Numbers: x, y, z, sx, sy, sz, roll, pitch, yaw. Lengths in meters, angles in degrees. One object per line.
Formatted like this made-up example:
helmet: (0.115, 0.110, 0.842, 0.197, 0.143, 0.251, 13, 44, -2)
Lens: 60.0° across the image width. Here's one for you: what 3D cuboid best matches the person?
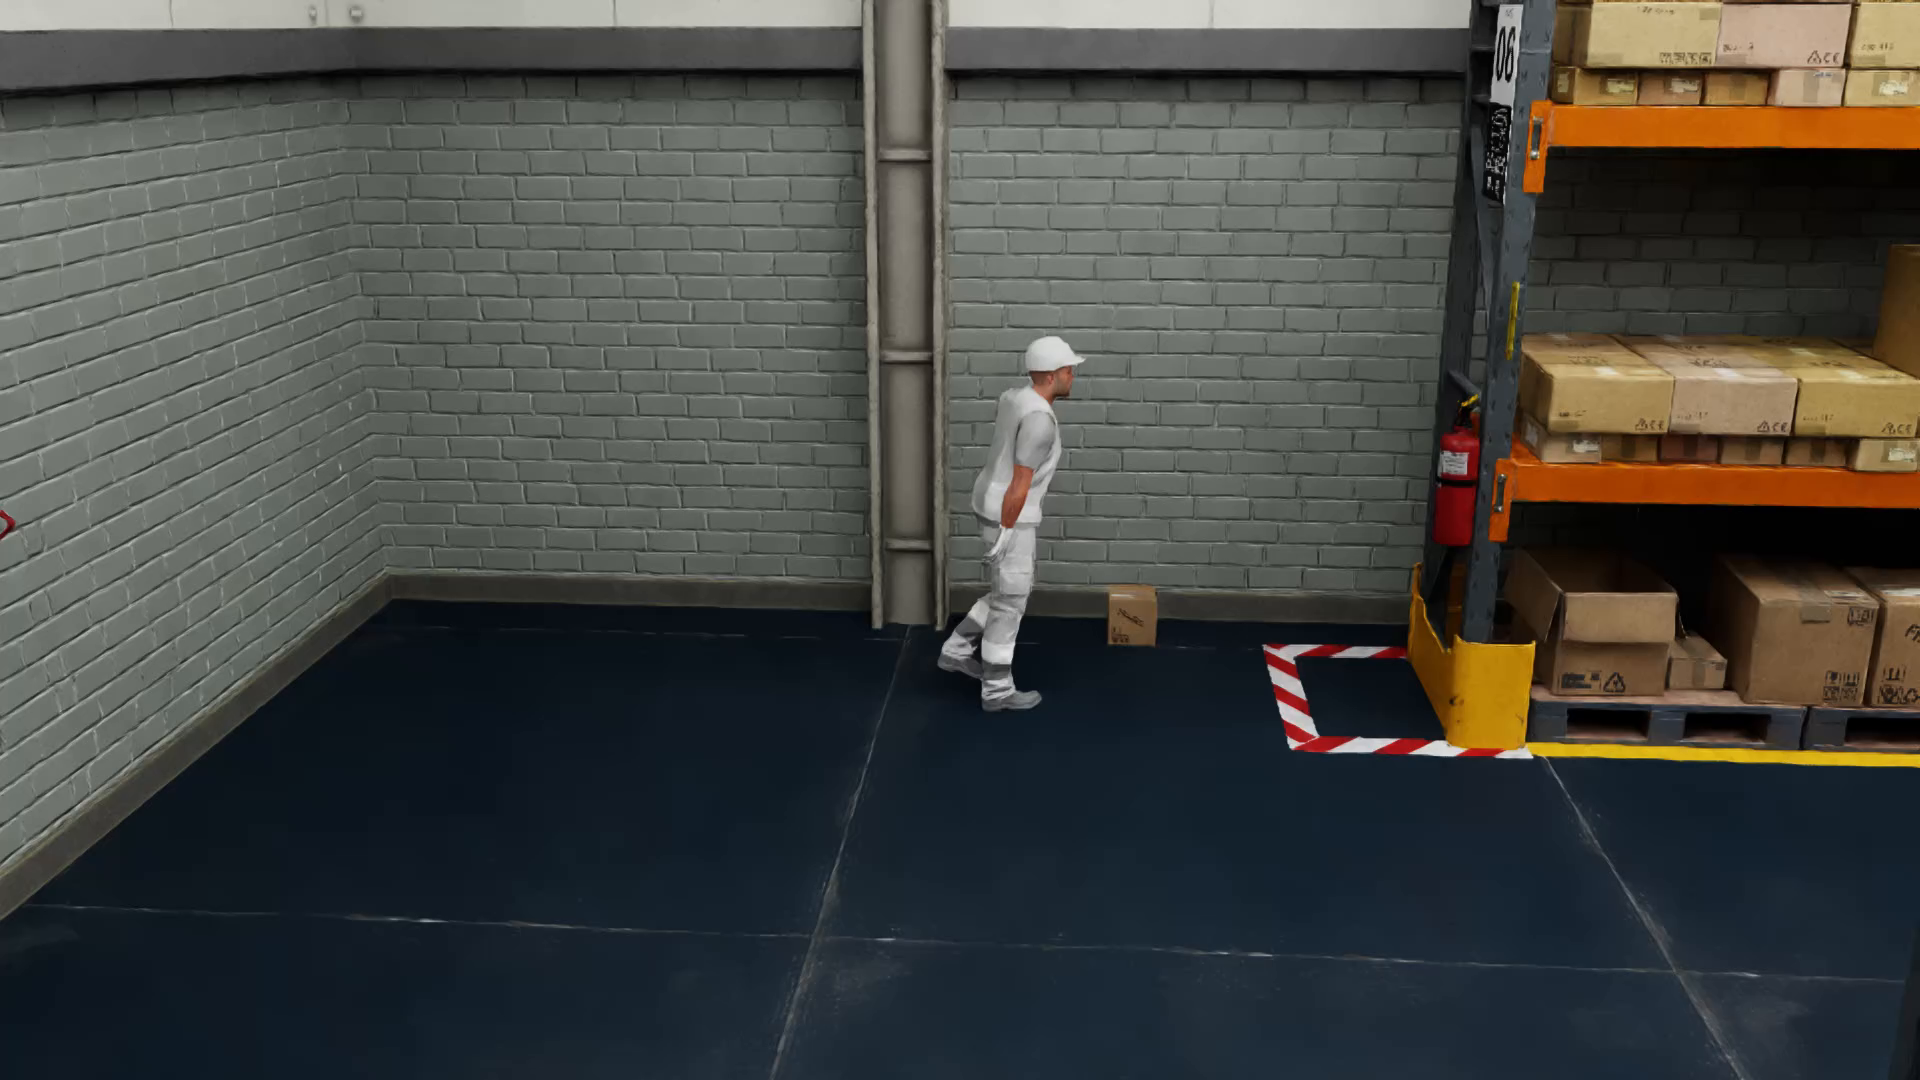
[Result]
person: (0.218, -0.048, 7.770, 0.630, 1.713, 0.535, -4, 18, -13)
